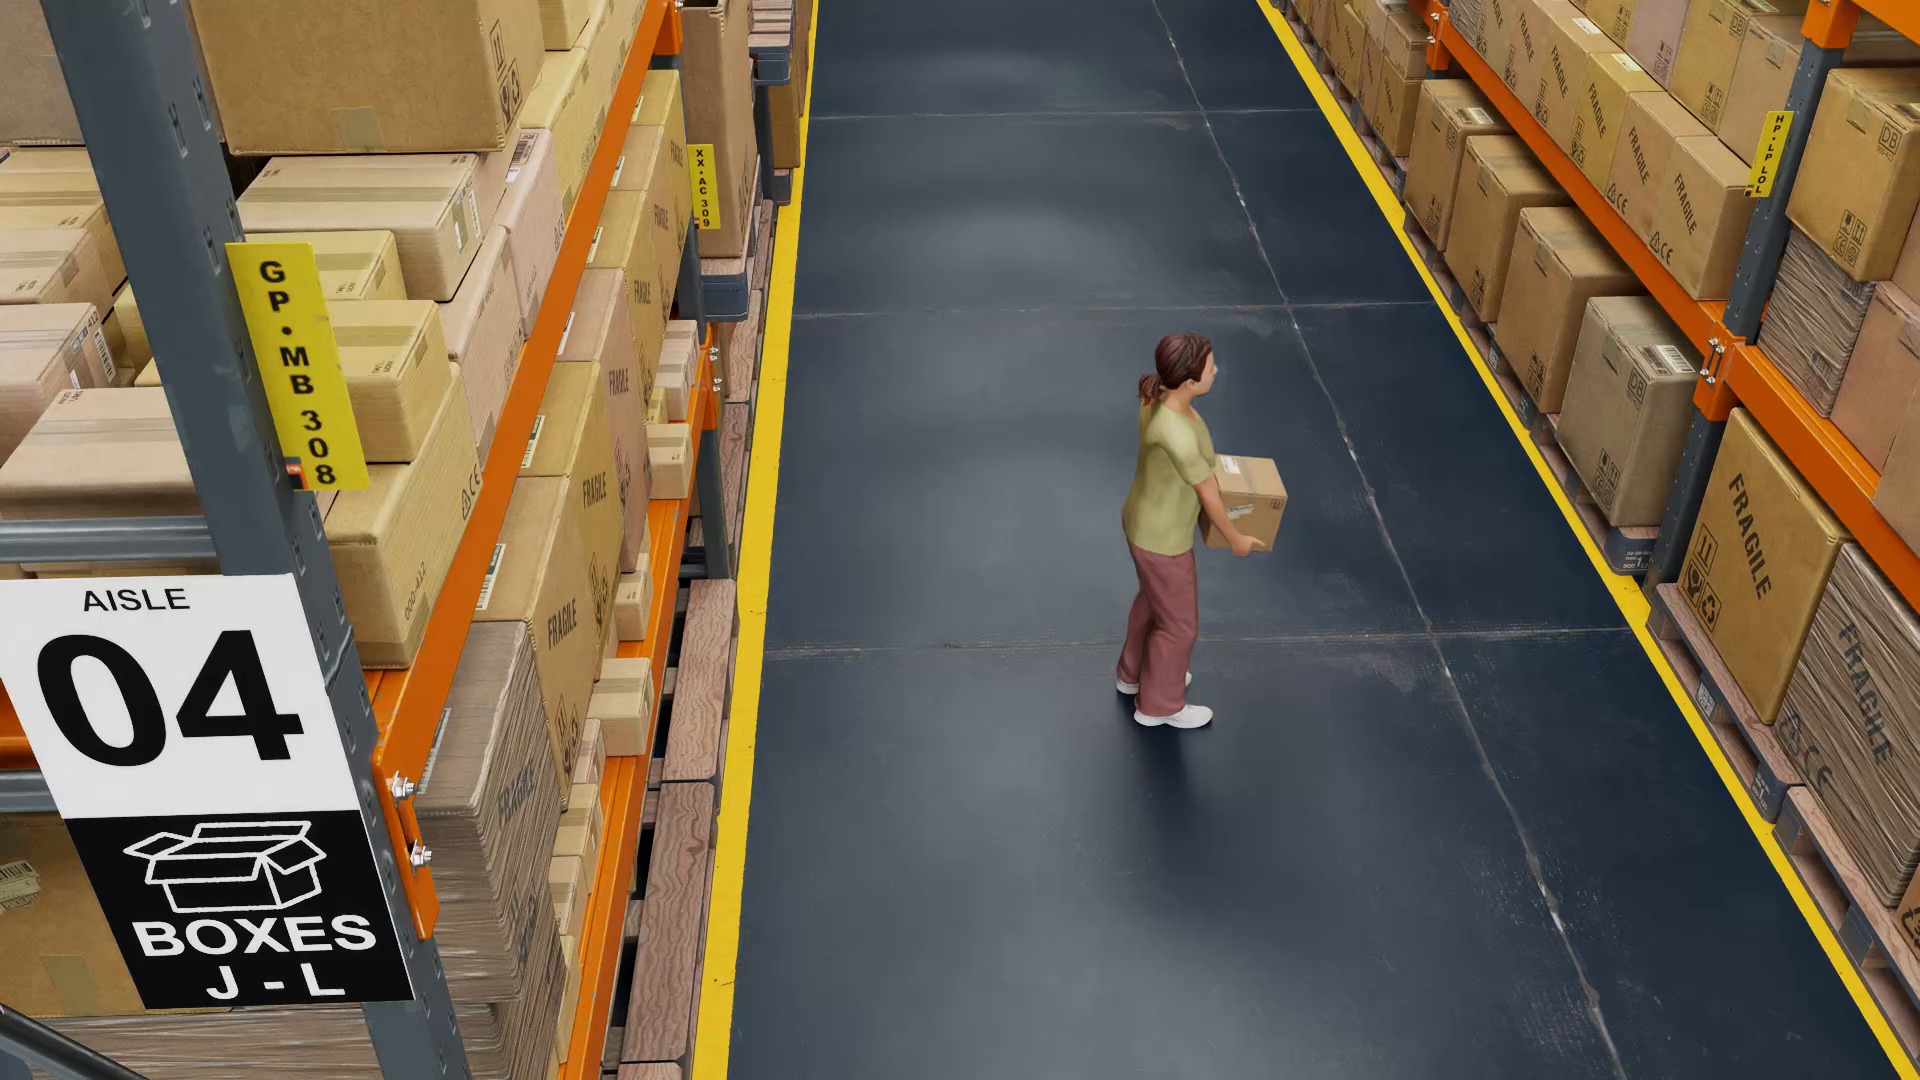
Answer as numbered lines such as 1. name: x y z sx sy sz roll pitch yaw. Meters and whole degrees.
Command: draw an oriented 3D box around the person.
1. person: 0.854 -0.027 6.195 0.503 1.668 0.407 -2 35 -3
